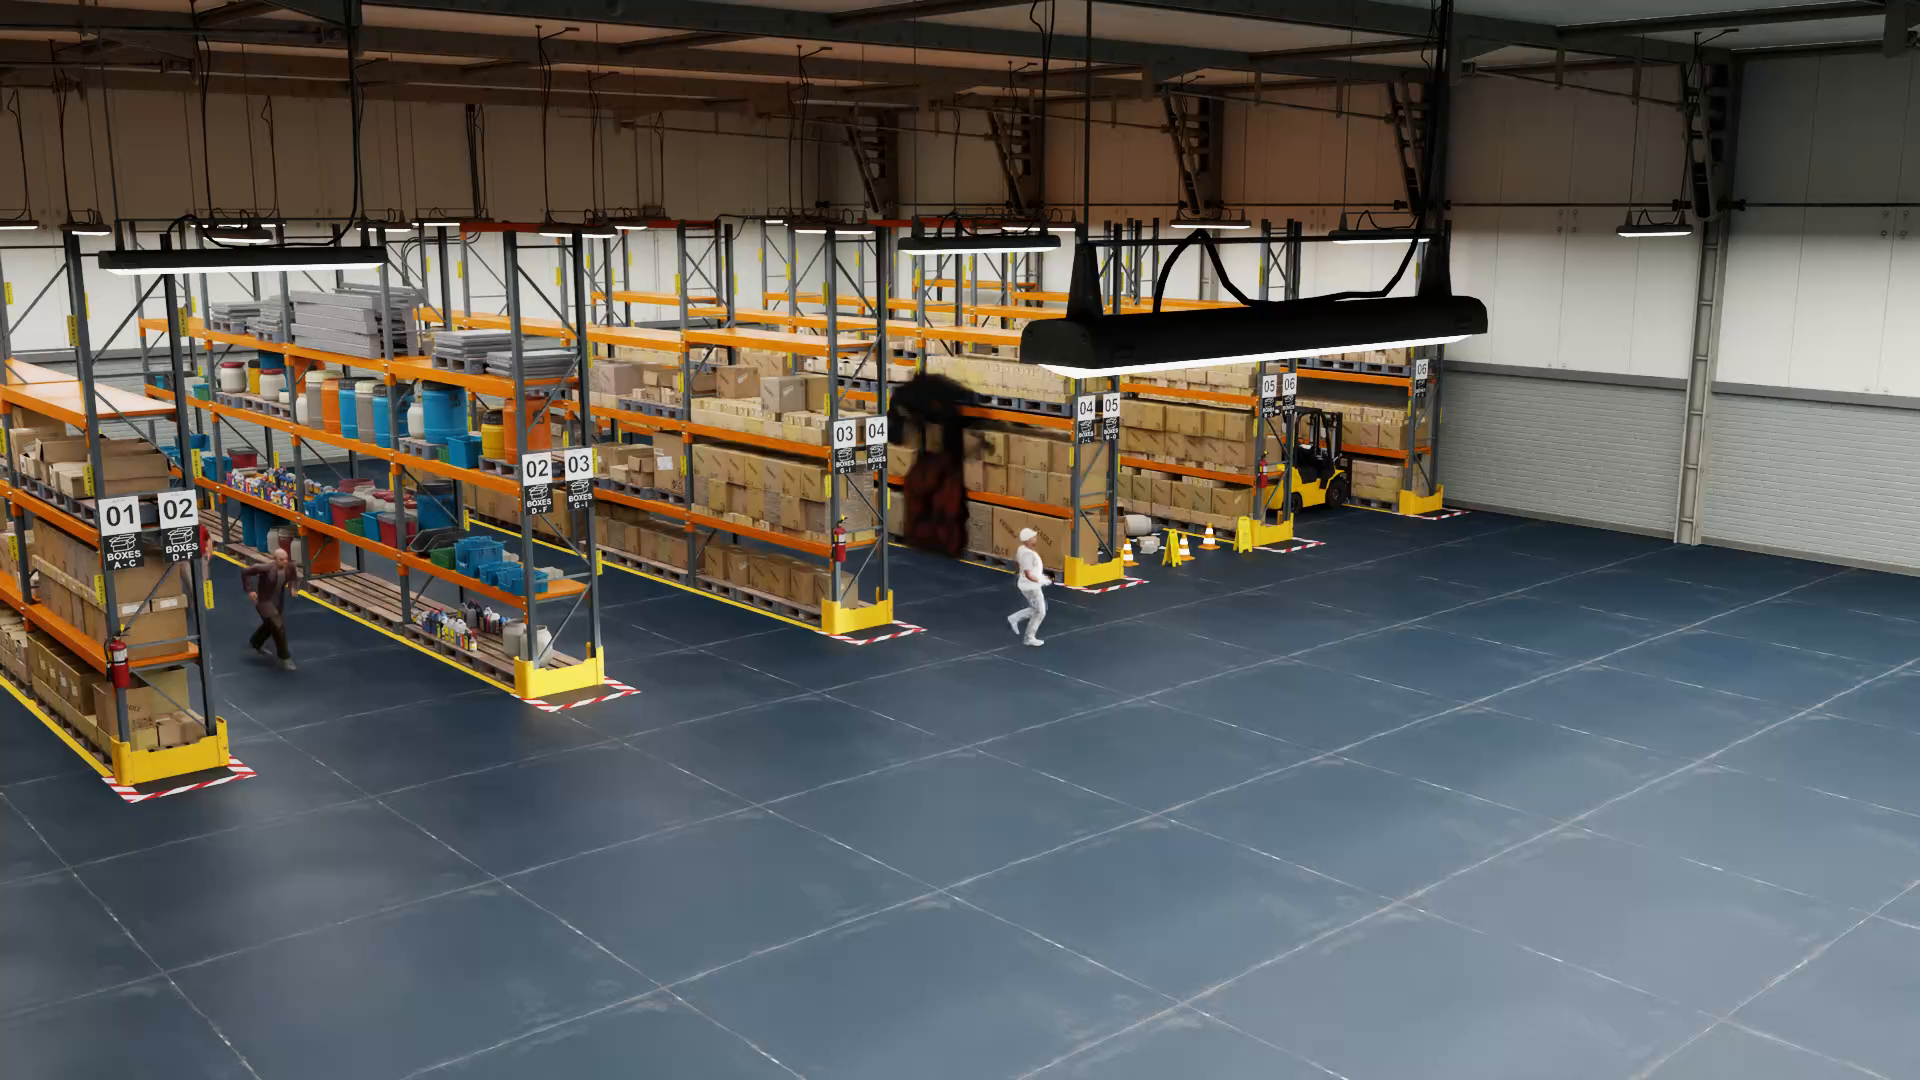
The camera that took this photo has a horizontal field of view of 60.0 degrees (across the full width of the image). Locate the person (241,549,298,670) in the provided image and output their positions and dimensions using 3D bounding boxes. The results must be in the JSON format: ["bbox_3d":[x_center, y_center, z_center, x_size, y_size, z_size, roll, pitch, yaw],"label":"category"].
[{"bbox_3d":[-9.629,0.936,23.104,1.055,1.744,0.753,8,14,34],"label":"person"}]

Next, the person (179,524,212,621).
[{"bbox_3d":[-11.909,0.373,25.790,0.658,1.689,0.602,-9,14,-37],"label":"person"}]

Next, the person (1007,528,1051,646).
[{"bbox_3d":[0.999,0.681,24.080,0.606,1.735,0.685,-1,11,-6],"label":"person"}]
